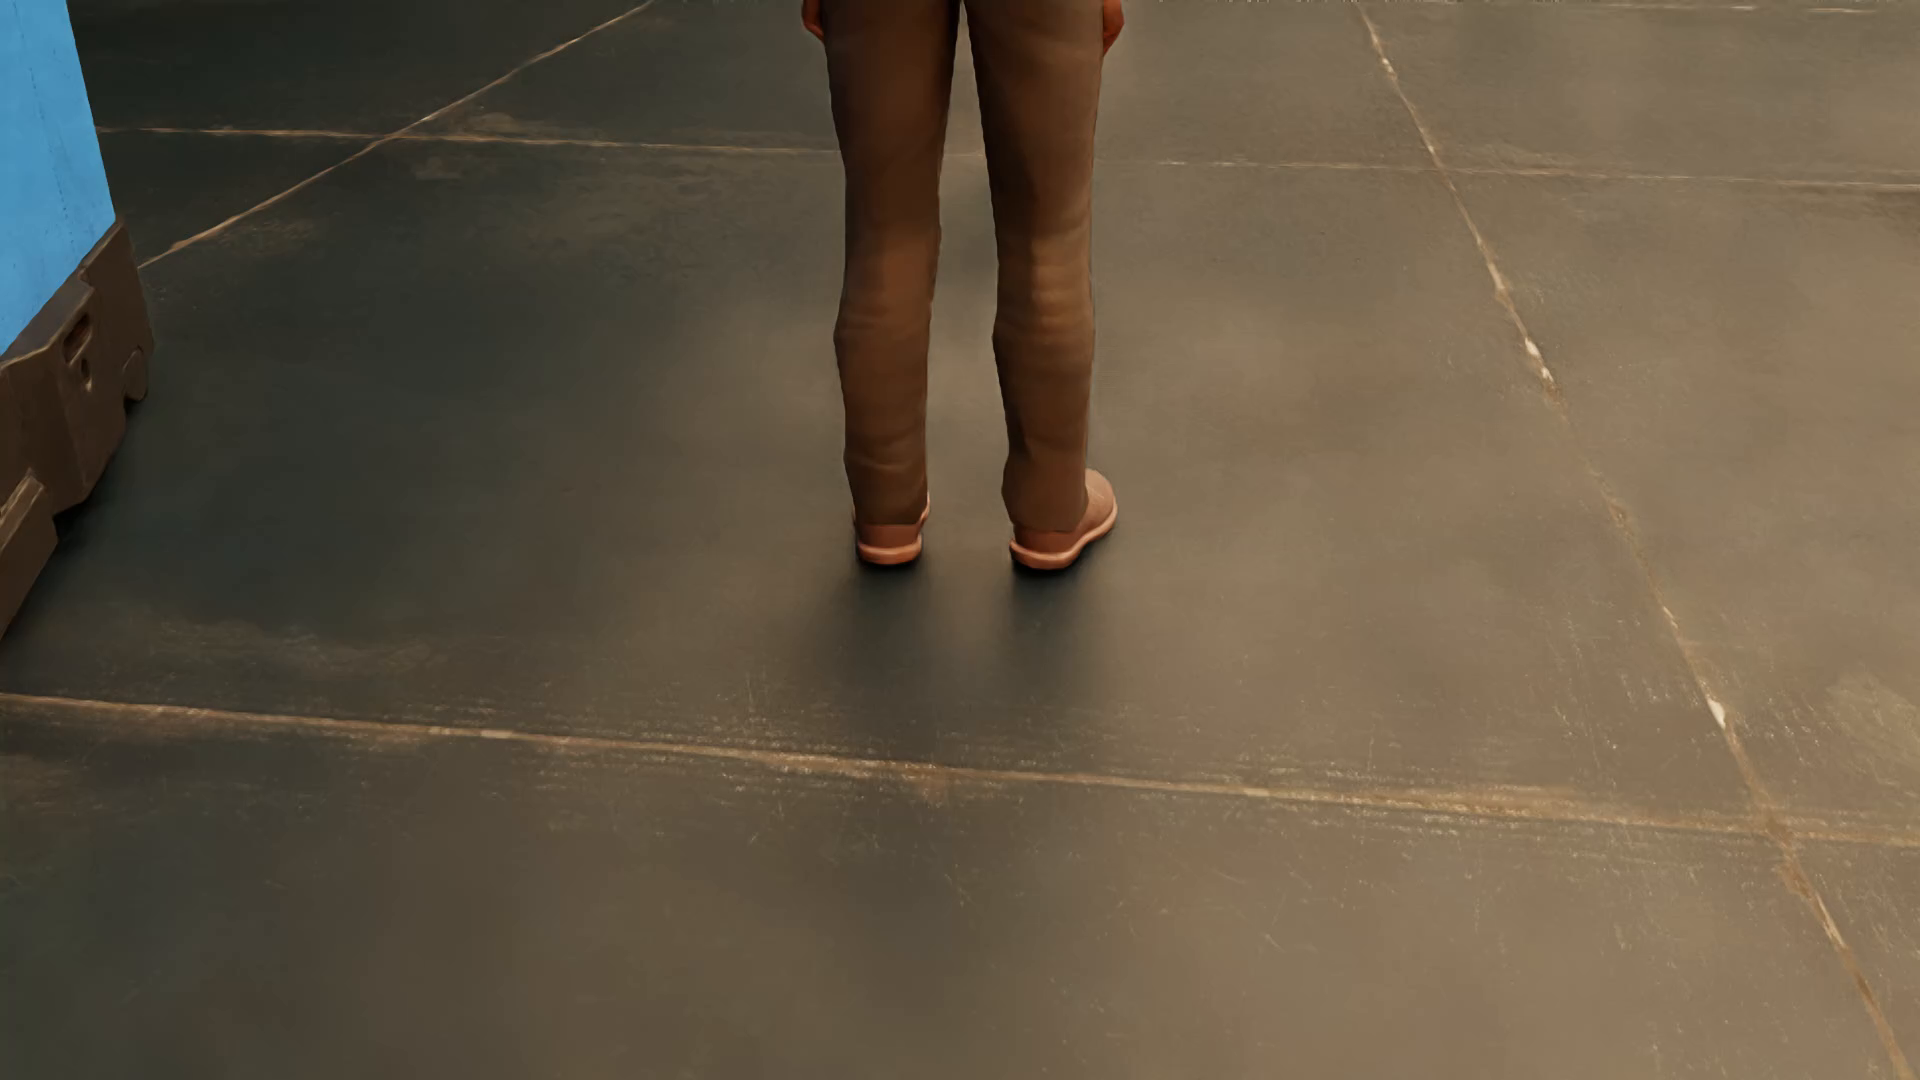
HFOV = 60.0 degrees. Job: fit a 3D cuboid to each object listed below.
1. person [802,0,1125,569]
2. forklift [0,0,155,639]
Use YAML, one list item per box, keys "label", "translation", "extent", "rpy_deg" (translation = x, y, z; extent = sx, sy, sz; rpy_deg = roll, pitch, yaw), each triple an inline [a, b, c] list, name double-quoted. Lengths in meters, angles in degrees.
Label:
- label: "person"
  translation: [0.010, -0.751, 2.151]
  extent: [0.446, 1.662, 0.320]
  rpy_deg: [3, 27, 7]
- label: "forklift"
  translation: [-1.680, -0.928, 1.077]
  extent: [1.130, 2.935, 3.031]
  rpy_deg: [-6, 27, -11]
